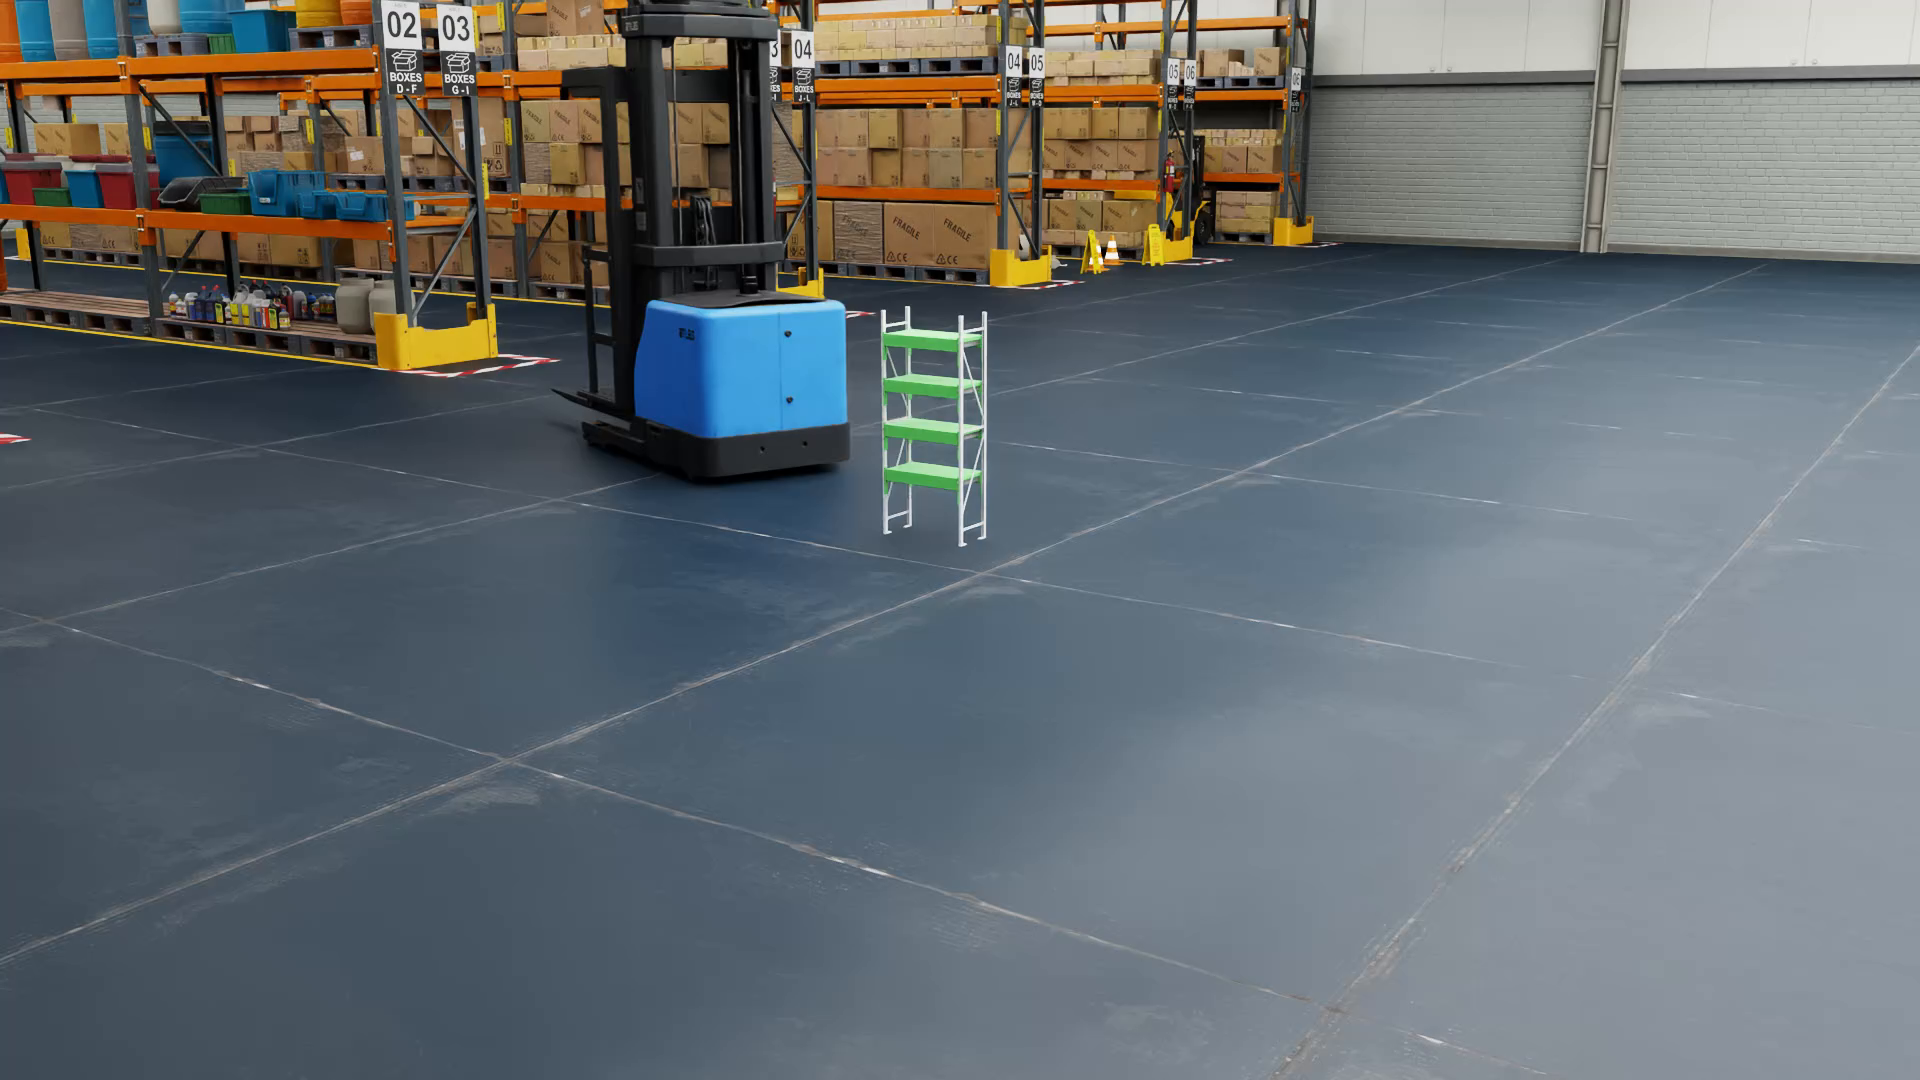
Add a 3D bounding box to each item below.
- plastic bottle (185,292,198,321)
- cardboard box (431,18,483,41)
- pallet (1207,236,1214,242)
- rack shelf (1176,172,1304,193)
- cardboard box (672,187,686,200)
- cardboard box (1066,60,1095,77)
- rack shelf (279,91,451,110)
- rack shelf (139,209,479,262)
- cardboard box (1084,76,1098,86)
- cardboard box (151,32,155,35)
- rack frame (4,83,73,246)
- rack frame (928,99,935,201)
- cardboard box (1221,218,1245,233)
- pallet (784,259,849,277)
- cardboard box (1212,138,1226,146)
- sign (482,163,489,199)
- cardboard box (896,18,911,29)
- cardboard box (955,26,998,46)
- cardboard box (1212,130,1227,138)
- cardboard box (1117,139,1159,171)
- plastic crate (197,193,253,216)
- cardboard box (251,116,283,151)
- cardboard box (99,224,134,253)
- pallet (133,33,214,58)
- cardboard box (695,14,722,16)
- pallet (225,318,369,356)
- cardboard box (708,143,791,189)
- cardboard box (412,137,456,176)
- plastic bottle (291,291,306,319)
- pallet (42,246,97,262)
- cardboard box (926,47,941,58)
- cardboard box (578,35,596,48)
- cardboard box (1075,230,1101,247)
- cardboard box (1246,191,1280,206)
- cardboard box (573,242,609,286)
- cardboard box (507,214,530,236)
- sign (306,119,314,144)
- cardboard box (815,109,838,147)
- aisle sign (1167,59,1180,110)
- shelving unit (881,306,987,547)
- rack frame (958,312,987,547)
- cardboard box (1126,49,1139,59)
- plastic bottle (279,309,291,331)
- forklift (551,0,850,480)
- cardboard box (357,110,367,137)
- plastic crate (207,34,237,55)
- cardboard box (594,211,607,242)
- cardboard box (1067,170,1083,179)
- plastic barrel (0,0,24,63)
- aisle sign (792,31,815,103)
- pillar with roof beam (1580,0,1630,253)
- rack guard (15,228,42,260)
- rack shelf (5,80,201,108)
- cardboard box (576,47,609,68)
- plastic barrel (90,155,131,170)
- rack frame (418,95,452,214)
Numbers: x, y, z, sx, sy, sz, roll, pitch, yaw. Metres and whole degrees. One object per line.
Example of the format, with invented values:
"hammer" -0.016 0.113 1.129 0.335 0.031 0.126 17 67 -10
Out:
"plastic bottle" -7.793 -2.381 16.951 0.135 0.276 0.152 10 17 35
"cardboard box" -6.450 -6.564 21.765 0.637 0.503 0.797 10 17 35
"pallet" 4.618 -5.979 32.537 1.213 0.211 1.003 9 17 33
"rack shelf" 4.625 -6.994 32.330 4.000 0.370 1.077 9 17 33
"cardboard box" -3.192 -4.119 19.742 0.250 0.149 0.380 9 17 33
"cardboard box" 2.093 -7.763 27.392 0.500 0.250 0.500 10 17 34
"rack shelf" -10.778 -8.068 30.428 4.000 0.370 1.077 9 17 33
"rack shelf" -6.437 -3.040 16.358 4.000 0.370 1.077 9 17 33
"cardboard box" 2.233 -7.551 27.365 0.250 0.149 0.380 9 17 32
"cardboard box" -12.654 -7.568 25.619 0.500 0.500 0.700 8 16 30
"rack frame" -15.290 -6.254 27.846 0.127 3.000 1.000 9 17 33
"rack frame" -0.354 -8.147 35.494 0.127 3.000 1.000 9 17 33
"cardboard box" 5.311 -6.012 31.717 0.500 0.250 0.500 9 17 33
"pallet" -1.893 -4.149 25.145 1.213 0.211 1.003 9 17 33
"cardboard box" 4.983 -7.566 31.586 0.250 0.149 0.380 9 16 31
"sign" -4.467 -3.364 15.596 0.005 0.325 0.100 9 17 33
"cardboard box" -0.685 -7.206 23.228 0.250 0.149 0.380 9 16 32
"cardboard box" 0.277 -6.874 22.717 0.500 0.250 0.500 9 17 34
"cardboard box" 4.972 -7.706 31.533 0.250 0.149 0.380 10 17 34
"cardboard box" 2.913 -6.295 27.184 0.500 0.500 0.500 9 16 32
"plastic crate" -7.128 -3.316 16.418 0.662 0.188 0.450 9 17 33
"cardboard box" -9.788 -5.906 24.143 0.637 0.503 0.797 10 17 34
"cardboard box" -13.220 -5.115 26.793 0.875 0.875 0.875 9 17 33
"pallet" -7.444 -4.944 16.705 1.003 0.211 1.213 9 17 33
"cardboard box" -3.095 -6.253 19.731 0.500 0.500 0.500 9 17 33
"pallet" -6.546 -2.042 16.632 1.213 0.211 1.003 9 17 33
"cardboard box" -2.454 -4.381 19.450 0.500 0.500 0.875 9 17 33
"cardboard box" -6.822 -5.113 22.146 0.637 0.503 0.797 11 18 38
"plastic bottle" -6.842 -2.428 17.143 0.135 0.276 0.152 10 17 34
"pallet" -14.583 -4.809 27.810 1.213 0.211 1.003 9 17 33
"cardboard box" -0.258 -6.750 23.045 0.250 0.149 0.380 9 17 33
"cardboard box" -4.363 -5.976 19.964 0.250 0.149 0.380 9 16 32
"cardboard box" 2.271 -5.079 27.948 0.500 0.250 0.500 9 17 33
"cardboard box" 5.728 -6.429 31.318 0.500 0.250 0.500 10 17 35
"cardboard box" -4.543 -3.498 21.041 0.500 0.500 0.500 -11 17 -36
"cardboard box" -7.368 -5.321 28.405 0.500 0.500 0.500 8 16 30
"sign" -8.959 -5.632 22.924 0.005 0.325 0.100 9 17 33
"cardboard box" -1.672 -6.110 24.705 0.550 0.550 0.875 9 17 33
"aisle sign" 3.407 -7.280 26.580 0.004 0.787 0.394 9 17 33
"shelving unit" -0.137 -0.605 8.769 0.503 1.200 0.258 9 17 33
"rack frame" 0.065 -0.572 8.636 0.015 1.200 0.240 9 17 33
"cardboard box" 2.879 -7.834 26.850 0.250 0.149 0.380 10 17 34
"plastic bottle" -6.546 -2.135 16.113 0.097 0.201 0.097 0 14 0
"forklift" -1.947 -2.094 11.183 1.130 2.935 3.031 -9 17 -33
"cardboard box" -10.508 -7.520 30.052 0.500 0.500 0.500 10 17 34
"plastic crate" -6.939 -4.745 15.946 0.450 0.188 0.336 9 17 33
"cardboard box" -5.344 -5.169 27.269 0.750 0.750 1.050 9 16 32
"cardboard box" 1.987 -6.128 27.857 0.250 0.149 0.380 9 17 32
"plastic barrel" -10.313 -5.617 18.136 0.708 0.830 0.600 9 17 33
"aisle sign" -1.795 -5.422 19.073 0.004 0.787 0.394 9 17 33
"pillar with roof beam" 8.786 -8.597 24.824 0.400 9.000 9.100 9 17 33
"rack guard" -15.310 -5.044 28.159 0.348 0.500 1.175 9 17 33
"rack shelf" -13.630 -7.093 26.488 4.000 0.370 1.077 9 17 33
"cardboard box" -4.254 -5.778 19.992 0.500 0.250 0.500 8 16 31
"plastic barrel" -9.377 -3.994 18.431 0.433 0.535 0.433 0 14 0
"rack frame" -9.119 -6.693 29.619 0.127 3.000 1.000 9 17 33
